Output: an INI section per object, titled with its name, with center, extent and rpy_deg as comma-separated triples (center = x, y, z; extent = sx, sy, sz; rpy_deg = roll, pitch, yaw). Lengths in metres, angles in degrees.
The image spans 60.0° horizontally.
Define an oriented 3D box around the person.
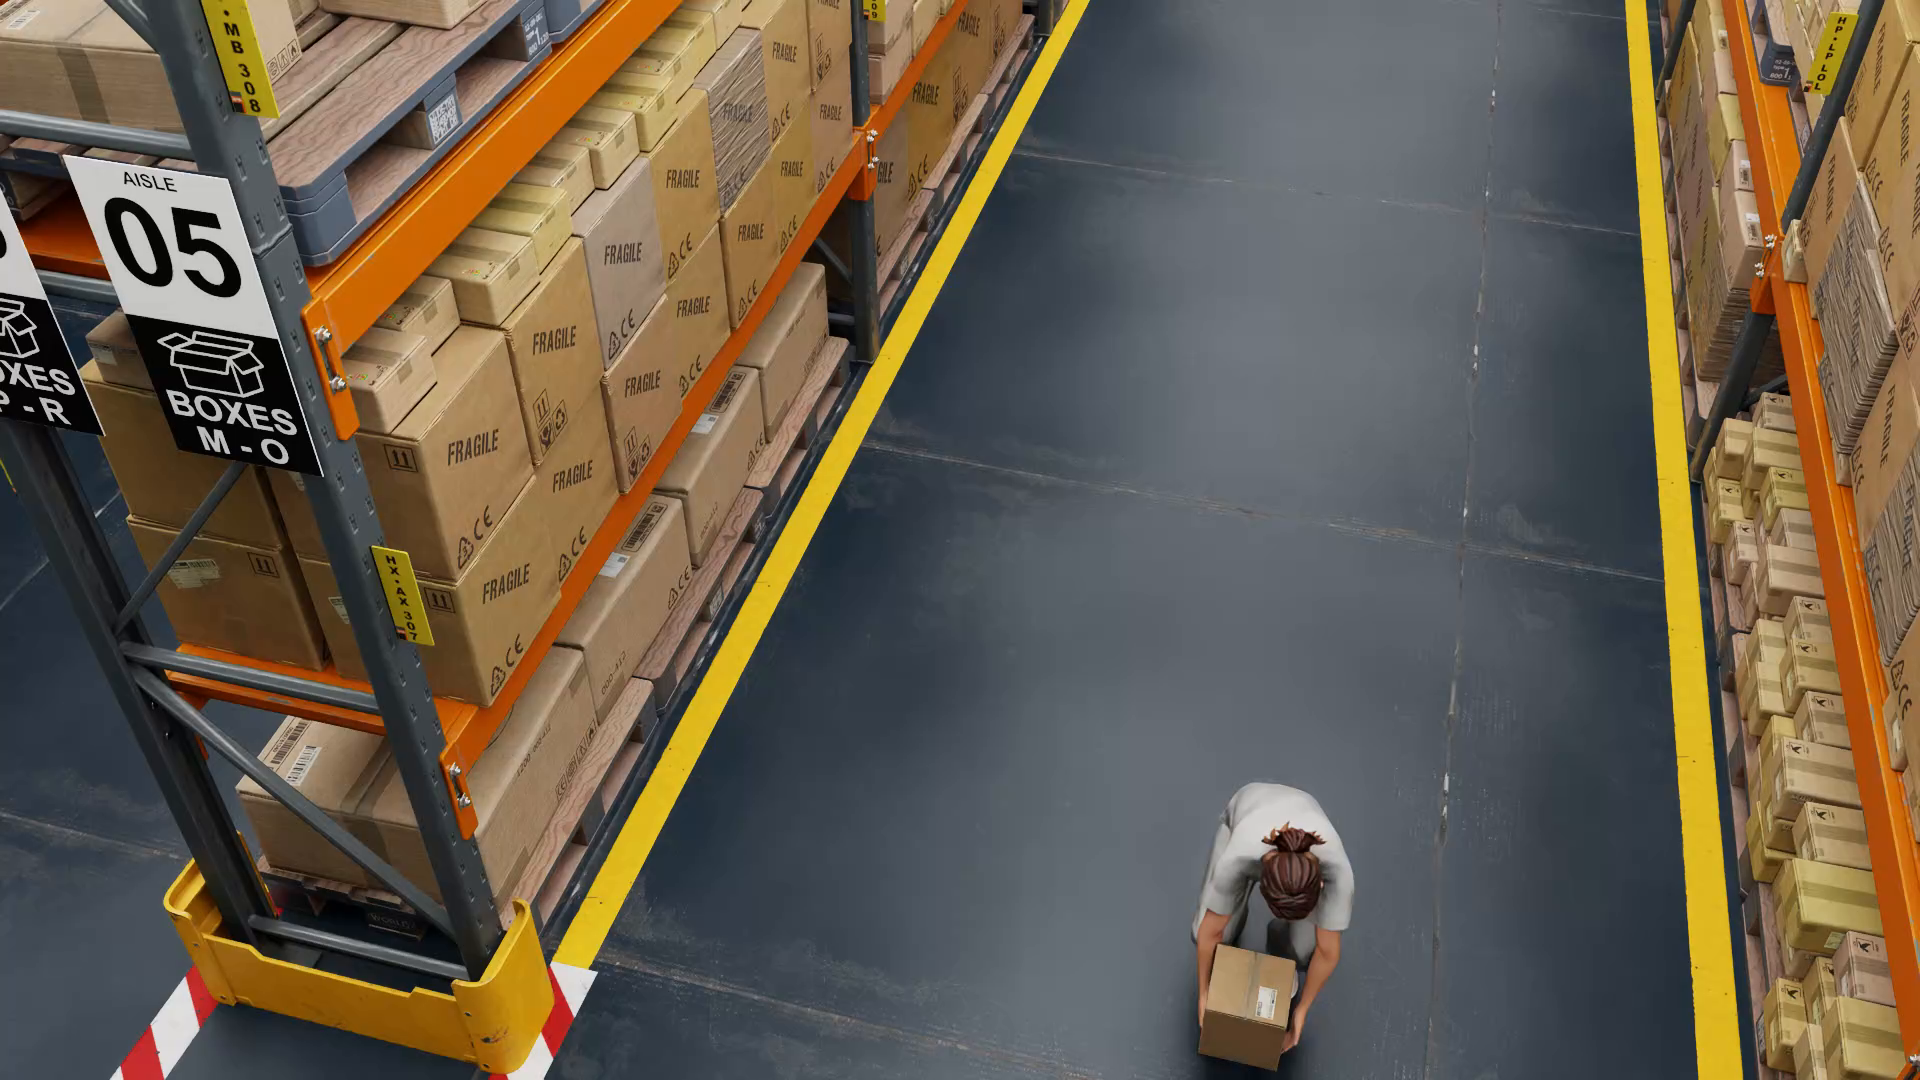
[person]
center = 1.020, 1.145, 5.402
extent = 0.483, 0.953, 0.801
rpy_deg = 10, 42, 11
